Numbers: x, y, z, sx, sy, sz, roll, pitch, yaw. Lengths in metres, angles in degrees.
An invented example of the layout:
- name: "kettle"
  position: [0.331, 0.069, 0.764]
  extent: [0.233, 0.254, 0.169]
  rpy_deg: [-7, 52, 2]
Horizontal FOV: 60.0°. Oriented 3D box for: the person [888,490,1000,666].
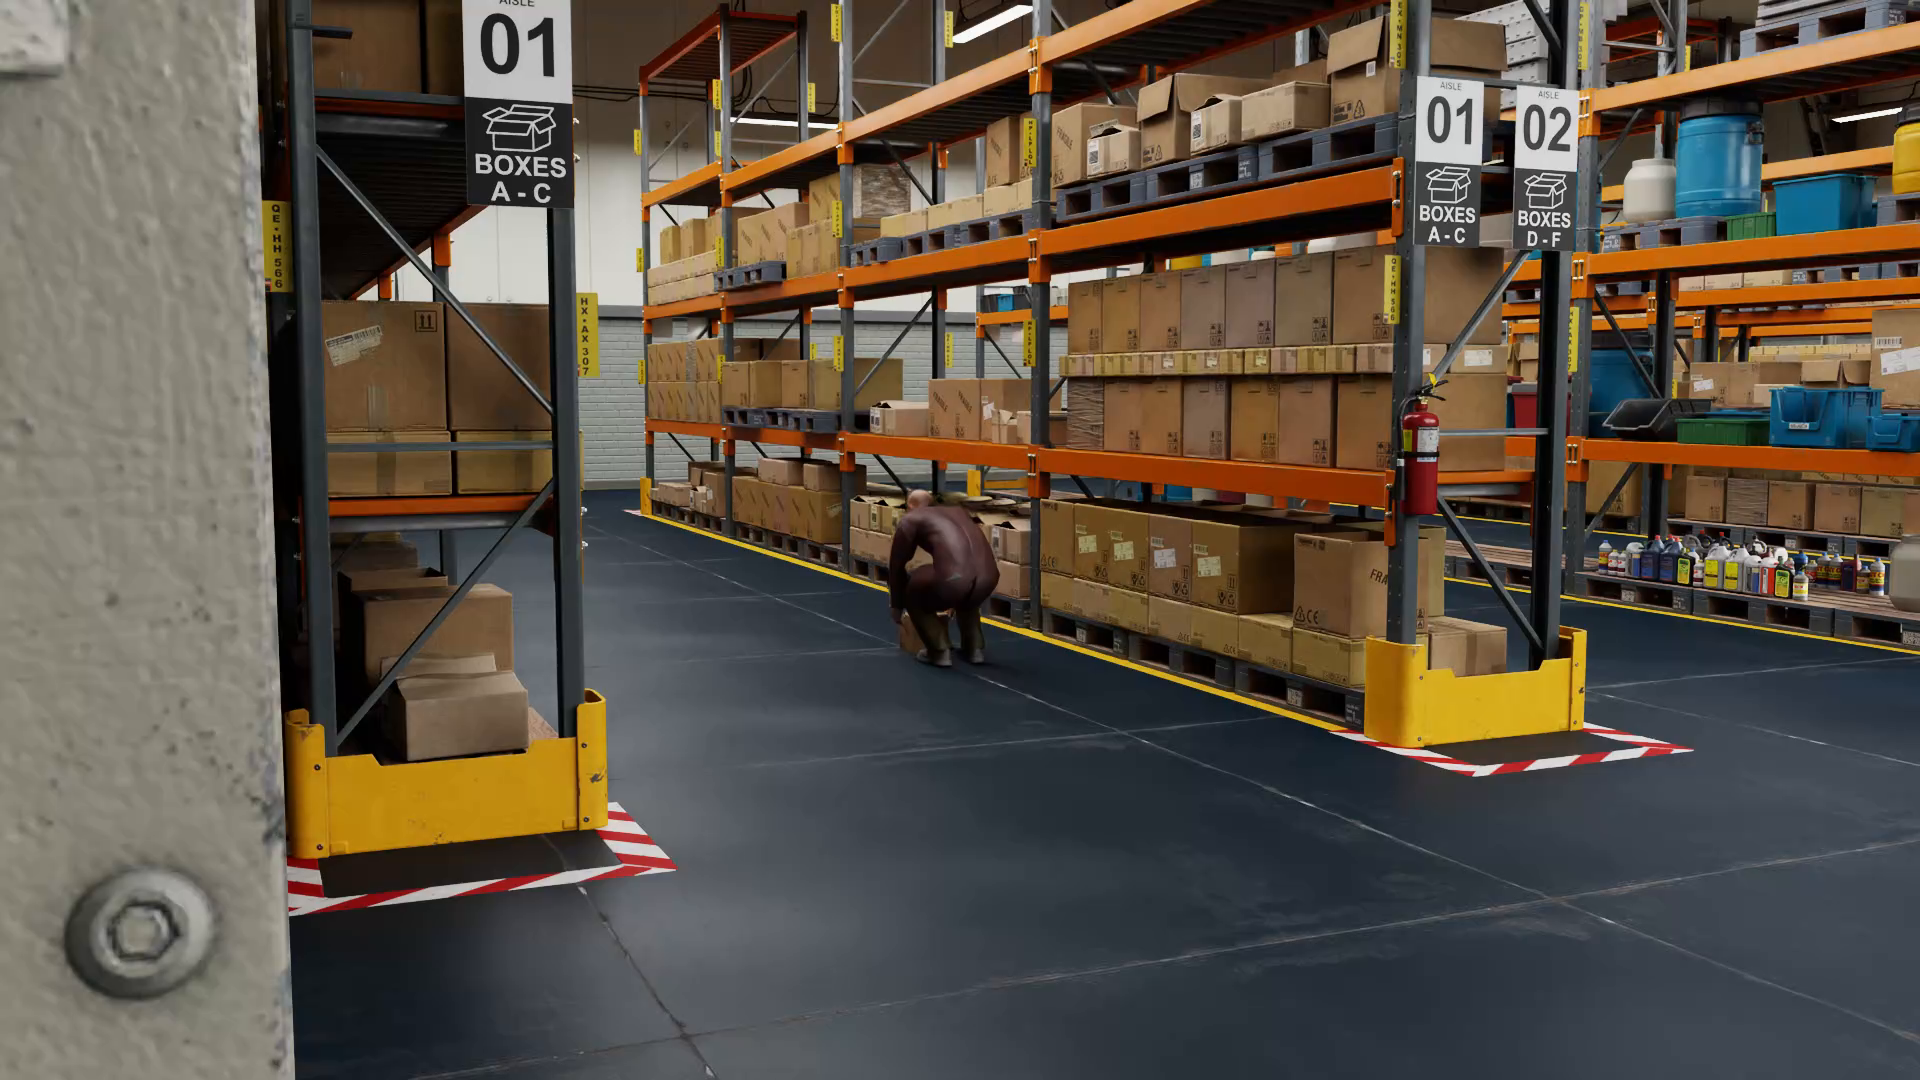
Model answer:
- name: "person"
  position: [-0.101, 0.242, 10.539]
  extent: [0.611, 1.054, 0.879]
  rpy_deg: [-2, 6, -23]
